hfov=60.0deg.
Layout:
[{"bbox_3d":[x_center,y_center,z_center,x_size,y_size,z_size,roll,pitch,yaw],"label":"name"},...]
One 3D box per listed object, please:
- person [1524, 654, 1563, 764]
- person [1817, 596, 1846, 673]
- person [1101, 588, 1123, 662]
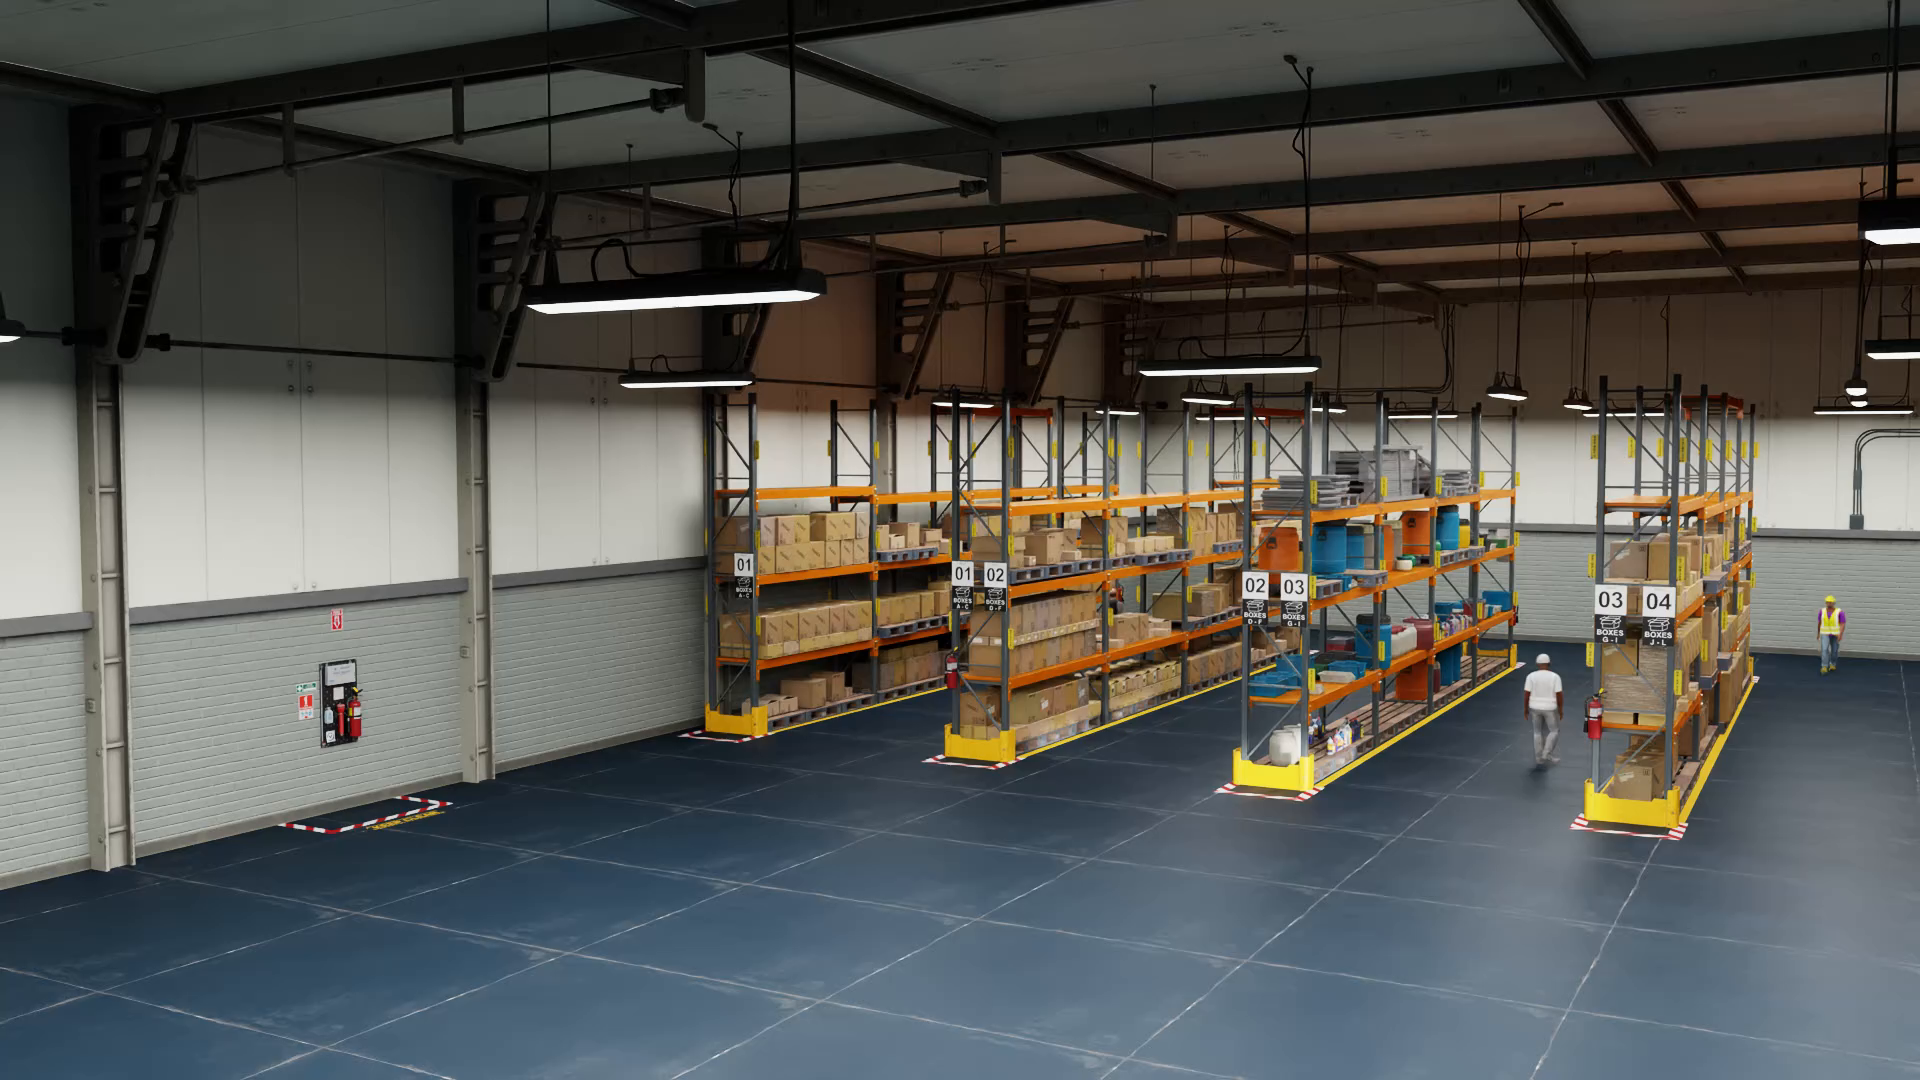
[{"bbox_3d":[9.286,2.696,26.484,0.588,1.765,0.548,2,3,28],"label":"person"},{"bbox_3d":[19.547,2.110,37.276,0.539,1.698,1.092,1,3,23],"label":"person"},{"bbox_3d":[3.485,1.918,37.725,0.572,1.638,0.604,2,4,32],"label":"person"}]
